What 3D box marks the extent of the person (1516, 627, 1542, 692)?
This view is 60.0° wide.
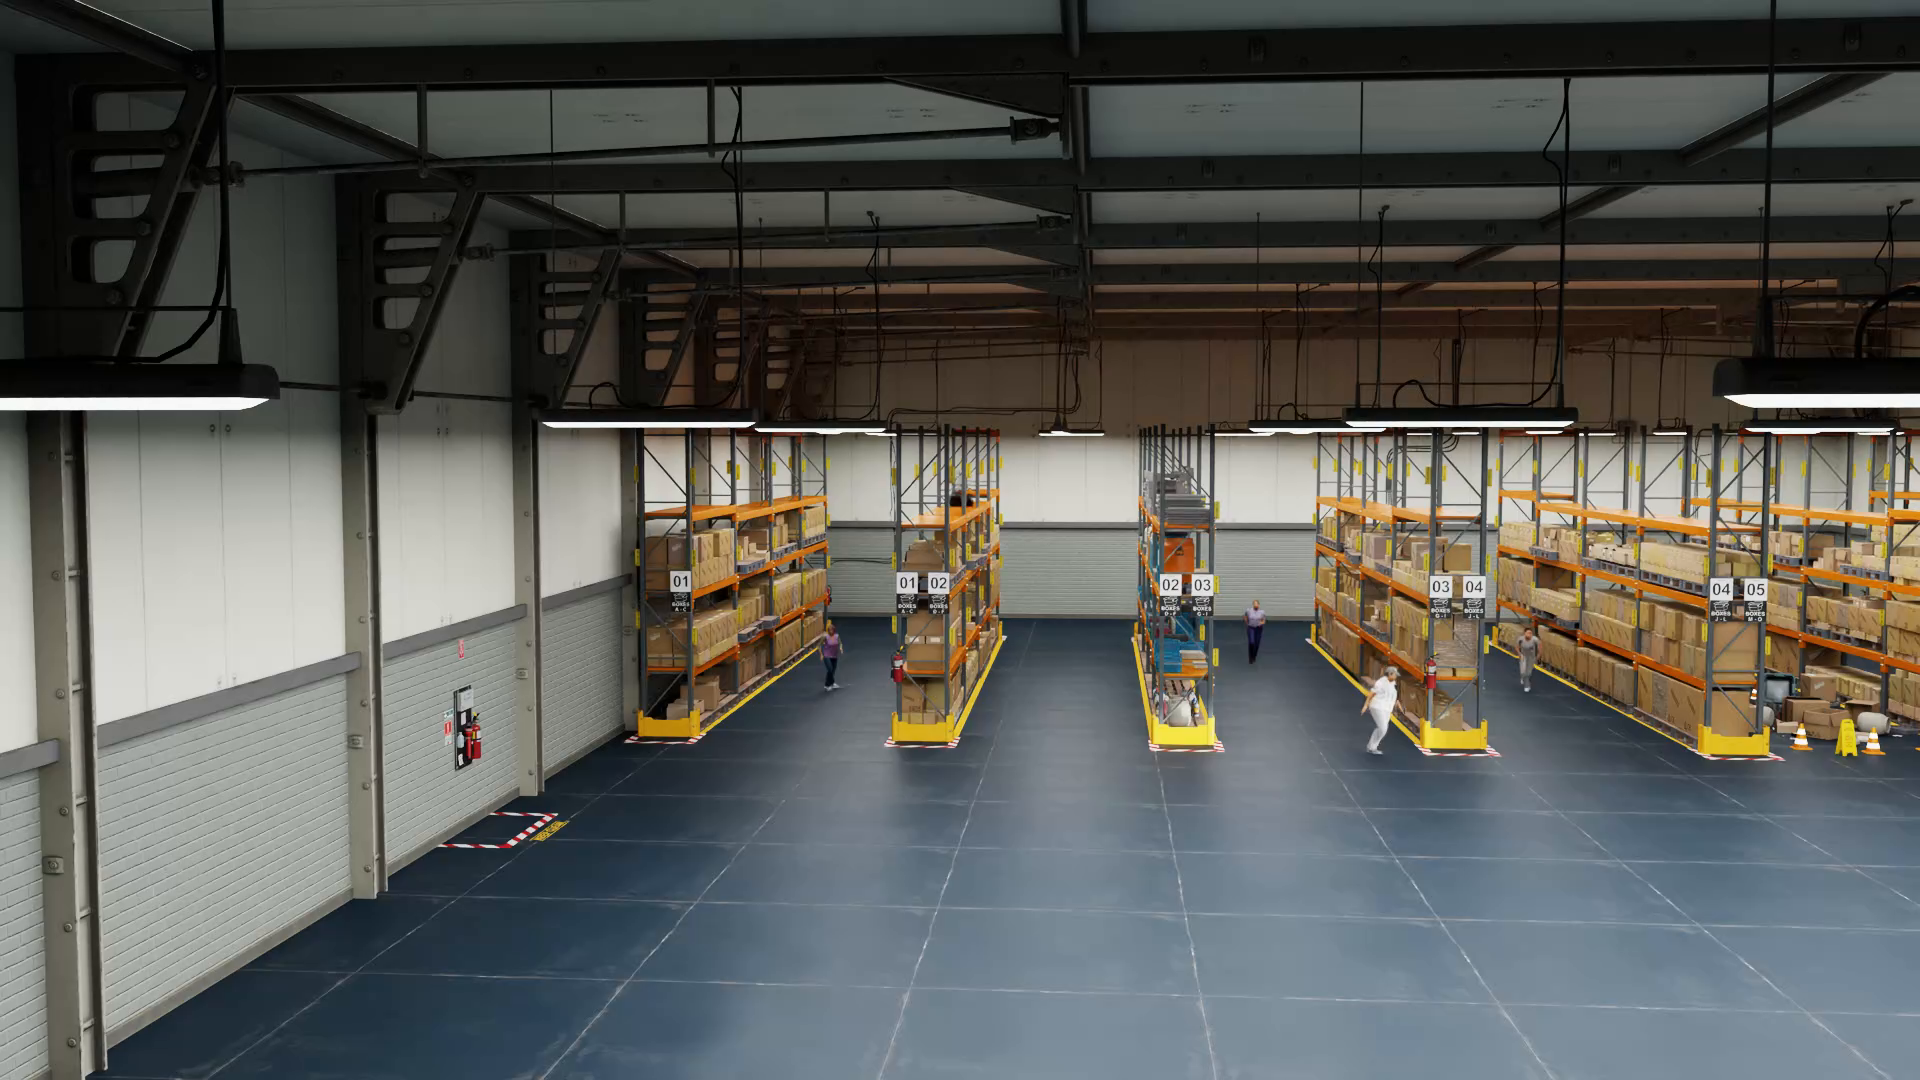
[{"bbox_3d":[12.884,2.684,37.699,0.573,1.502,0.863,1,4,15],"label":"person"}]

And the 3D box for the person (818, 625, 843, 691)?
[{"bbox_3d":[-2.903,2.684,37.860,0.554,1.560,0.792,-3,4,-38],"label":"person"}]

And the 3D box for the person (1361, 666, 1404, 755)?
[{"bbox_3d":[7.667,3.087,30.122,0.613,1.627,0.592,-3,5,-40],"label":"person"}]

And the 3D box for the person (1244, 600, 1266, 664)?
[{"bbox_3d":[7.535,2.344,42.423,0.497,1.666,0.801,0,3,-4],"label":"person"}]
